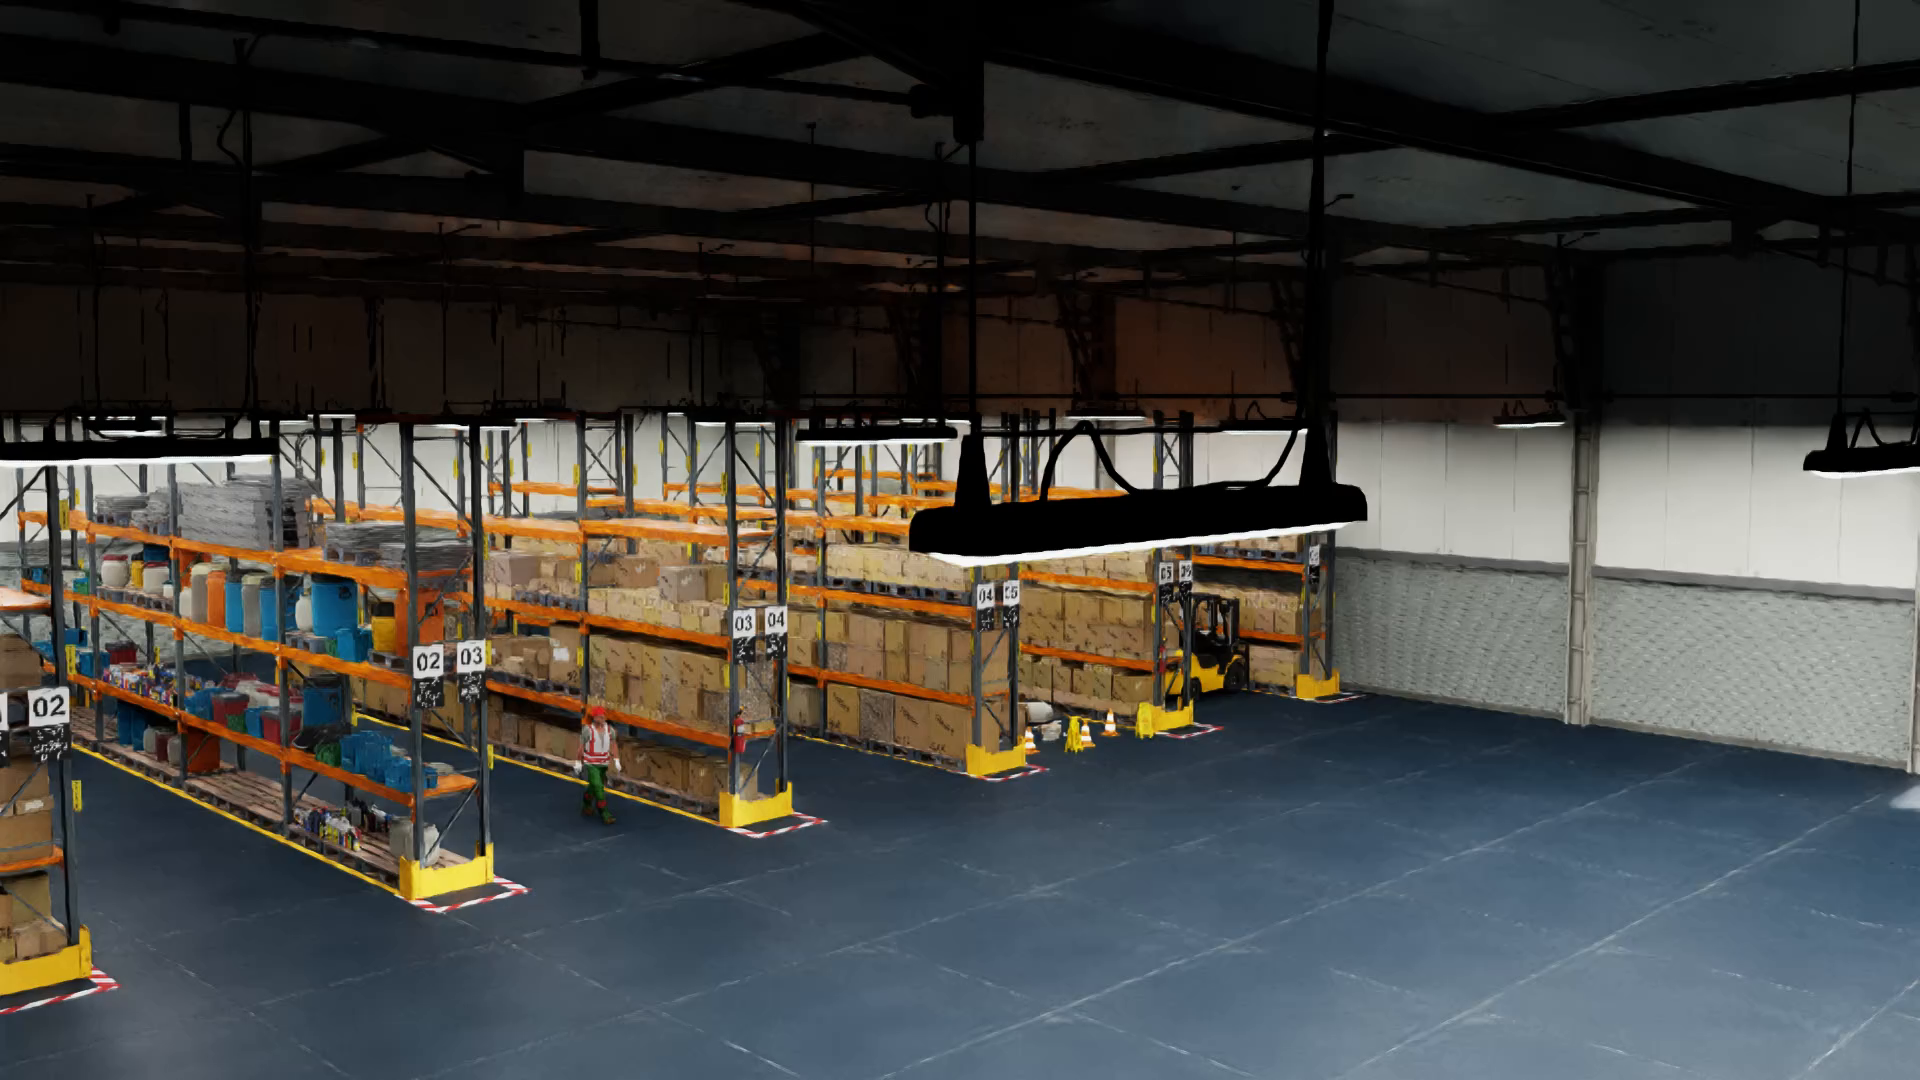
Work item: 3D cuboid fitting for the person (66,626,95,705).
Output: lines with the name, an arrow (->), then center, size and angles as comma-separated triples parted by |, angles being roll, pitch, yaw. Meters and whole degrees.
person -> -17.956, 2.565, 33.943 | 0.572, 1.667, 0.534 | 2, 5, 18

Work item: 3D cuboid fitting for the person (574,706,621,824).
person -> -5.363, 3.317, 24.746 | 1.044, 1.734, 0.567 | 5, 7, 44
